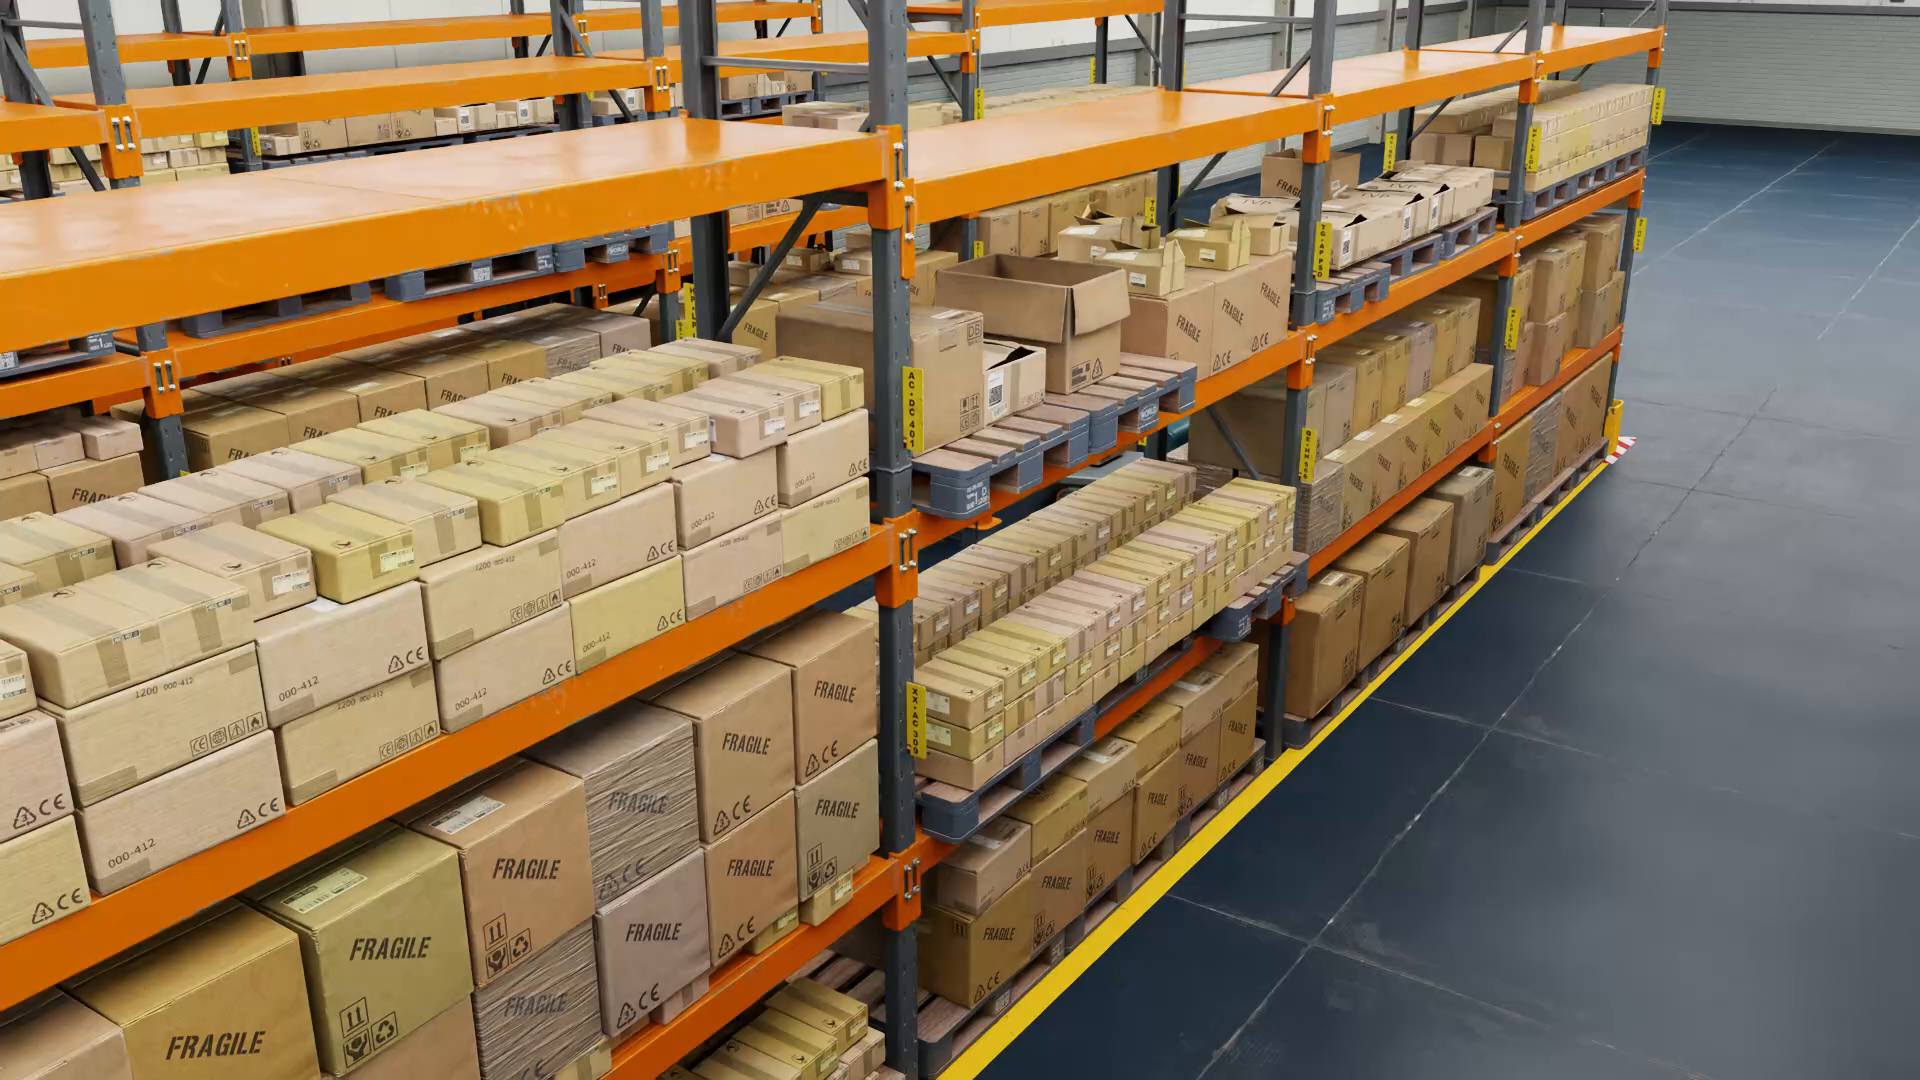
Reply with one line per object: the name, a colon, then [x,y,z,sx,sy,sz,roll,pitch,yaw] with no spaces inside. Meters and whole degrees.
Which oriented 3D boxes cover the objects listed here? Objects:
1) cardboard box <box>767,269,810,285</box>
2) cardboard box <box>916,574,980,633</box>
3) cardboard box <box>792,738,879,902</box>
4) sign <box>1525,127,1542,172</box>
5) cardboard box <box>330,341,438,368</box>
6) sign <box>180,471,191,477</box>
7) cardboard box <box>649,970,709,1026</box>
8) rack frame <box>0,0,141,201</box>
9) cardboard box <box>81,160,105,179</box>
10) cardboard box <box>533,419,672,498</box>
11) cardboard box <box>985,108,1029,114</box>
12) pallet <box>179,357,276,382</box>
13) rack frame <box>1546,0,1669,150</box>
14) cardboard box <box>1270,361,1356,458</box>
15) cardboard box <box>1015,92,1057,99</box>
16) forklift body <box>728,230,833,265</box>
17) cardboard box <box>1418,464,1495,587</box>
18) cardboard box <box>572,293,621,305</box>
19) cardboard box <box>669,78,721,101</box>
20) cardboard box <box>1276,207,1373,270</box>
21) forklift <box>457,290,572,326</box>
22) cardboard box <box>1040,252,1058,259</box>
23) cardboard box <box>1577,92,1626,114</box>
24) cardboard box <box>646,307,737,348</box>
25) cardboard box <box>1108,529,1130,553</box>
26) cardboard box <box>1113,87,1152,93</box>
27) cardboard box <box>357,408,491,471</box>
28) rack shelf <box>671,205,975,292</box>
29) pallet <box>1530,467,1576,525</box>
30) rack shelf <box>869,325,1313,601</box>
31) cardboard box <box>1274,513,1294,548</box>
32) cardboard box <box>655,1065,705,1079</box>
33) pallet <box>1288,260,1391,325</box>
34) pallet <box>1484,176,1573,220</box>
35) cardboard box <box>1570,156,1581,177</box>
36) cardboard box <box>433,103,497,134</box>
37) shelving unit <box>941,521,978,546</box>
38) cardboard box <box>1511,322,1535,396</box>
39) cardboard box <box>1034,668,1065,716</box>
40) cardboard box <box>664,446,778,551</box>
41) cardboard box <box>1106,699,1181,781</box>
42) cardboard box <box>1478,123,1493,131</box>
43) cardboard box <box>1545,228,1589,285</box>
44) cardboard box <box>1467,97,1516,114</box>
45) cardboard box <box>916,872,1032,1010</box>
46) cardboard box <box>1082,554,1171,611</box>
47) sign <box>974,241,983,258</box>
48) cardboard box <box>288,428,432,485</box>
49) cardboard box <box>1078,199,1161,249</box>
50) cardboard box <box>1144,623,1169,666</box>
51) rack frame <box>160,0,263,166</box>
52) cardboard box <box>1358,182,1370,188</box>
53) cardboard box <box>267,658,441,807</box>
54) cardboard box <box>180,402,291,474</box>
cardboard box: [-1.640,-2.059,14.478,0.500,0.500,0.500,12,24,30]
cardboard box: [-0.126,0.307,8.158,0.380,0.149,0.250,13,24,32]
cardboard box: [-0.673,1.052,6.671,0.500,0.500,0.500,13,24,32]
sign: [4.316,-2.945,12.527,0.100,0.325,0.005,13,24,32]
cardboard box: [-3.878,-1.028,11.281,0.500,0.500,0.500,14,24,33]
sign: [-4.326,-0.227,9.340,0.100,0.325,0.005,13,24,32]
cardboard box: [-1.150,1.603,6.116,0.380,0.149,0.250,12,23,30]
rack frame: [-4.786,-2.705,8.755,1.000,3.000,0.127,13,24,32]
cardboard box: [-7.260,-3.098,13.783,0.380,0.149,0.250,14,24,32]
cardboard box: [-1.164,-0.270,5.414,0.380,0.149,0.250,12,24,30]
cardboard box: [0.436,-4.031,15.875,0.380,0.149,0.250,12,24,30]
pallet: [-6.967,-1.708,14.983,1.213,0.211,1.003,13,24,32]
rack frame: [6.111,-5.212,15.532,1.000,3.000,0.127,13,24,32]
cardboard box: [2.157,-0.891,10.912,0.700,0.500,0.500,13,24,31]
cardboard box: [0.794,-4.594,17.398,0.380,0.149,0.250,14,25,33]
forklift body: [-1.704,-3.004,19.433,2.313,2.155,1.214,13,24,32]
cardboard box: [3.587,-0.197,13.258,1.050,0.750,0.750,13,24,32]
cardboard box: [-4.279,-2.709,19.330,0.500,0.250,0.500,14,24,33]
cardboard box: [-3.214,-5.391,19.442,0.797,0.503,0.637,14,25,34]
cardboard box: [2.202,-1.877,10.217,0.500,0.311,0.500,13,24,32]
forklift: [-4.116,-1.497,14.235,3.031,2.935,1.130,6,21,16]
cardboard box: [0.745,-2.735,16.911,0.500,0.500,0.500,13,24,31]
cardboard box: [5.631,-3.851,14.641,0.380,0.149,0.250,13,24,32]
cardboard box: [-2.093,-1.507,12.984,0.500,0.500,0.500,12,24,30]
cardboard box: [0.736,0.006,9.401,0.380,0.149,0.250,13,24,32]
cardboard box: [1.837,-4.777,17.891,0.380,0.149,0.250,14,24,33]
cardboard box: [-1.778,-0.309,5.522,0.380,0.149,0.250,15,25,34]
rack shelf: [-1.413,-2.683,14.054,1.077,0.370,4.000,13,24,32]
pallet: [5.039,-0.497,15.452,1.003,0.211,1.213,13,24,32]
rack shelf: [0.489,-0.599,8.420,1.077,0.370,4.000,13,24,32]
cardboard box: [1.712,-0.091,9.663,0.380,0.149,0.250,14,24,33]
cardboard box: [-1.075,2.272,6.594,0.380,0.149,0.250,14,25,34]
pallet: [1.932,-1.616,10.407,1.213,0.211,1.003,15,25,34]
pallet: [4.331,-2.849,13.594,1.003,0.211,1.213,13,24,32]
cardboard box: [4.918,-3.114,13.796,0.380,0.149,0.250,13,24,31]
cardboard box: [-5.033,-4.287,16.735,0.500,0.311,0.500,12,24,30]
shelving unit: [-0.005,-0.420,14.250,0.258,0.900,0.210,13,24,32]
cardboard box: [4.350,-1.591,14.175,0.875,0.550,0.550,13,24,32]
cardboard box: [0.256,0.654,7.649,0.380,0.149,0.250,14,24,33]
cardboard box: [-0.986,-0.197,5.794,0.500,0.250,0.500,12,24,30]
cardboard box: [0.872,1.058,9.146,0.500,0.250,0.500,14,24,33]
cardboard box: [4.211,-3.307,13.743,0.500,0.250,0.500,13,24,32]
cardboard box: [5.210,-2.566,15.254,0.875,0.550,0.550,13,24,32]
cardboard box: [4.514,-3.687,14.195,0.380,0.149,0.250,13,24,31]
cardboard box: [0.000,1.860,8.059,0.500,0.500,0.500,14,25,34]
cardboard box: [0.841,0.214,8.409,0.380,0.149,0.250,14,25,33]
sign: [0.172,-2.623,15.511,0.100,0.325,0.005,13,24,32]
cardboard box: [-1.914,-0.232,5.312,0.380,0.149,0.250,12,24,30]
cardboard box: [0.868,-1.705,9.128,0.396,0.266,0.258,13,24,32]
cardboard box: [0.841,0.495,8.508,0.380,0.149,0.250,12,23,29]
rack frame: [-6.644,-4.820,14.472,1.000,3.000,0.127,13,24,32]
cardboard box: [3.074,-2.534,12.229,0.250,0.149,0.380,13,24,32]
cardboard box: [-1.841,0.476,4.693,0.500,0.250,0.500,12,24,30]
cardboard box: [-4.301,-0.478,9.795,0.500,0.500,0.500,14,24,32]
